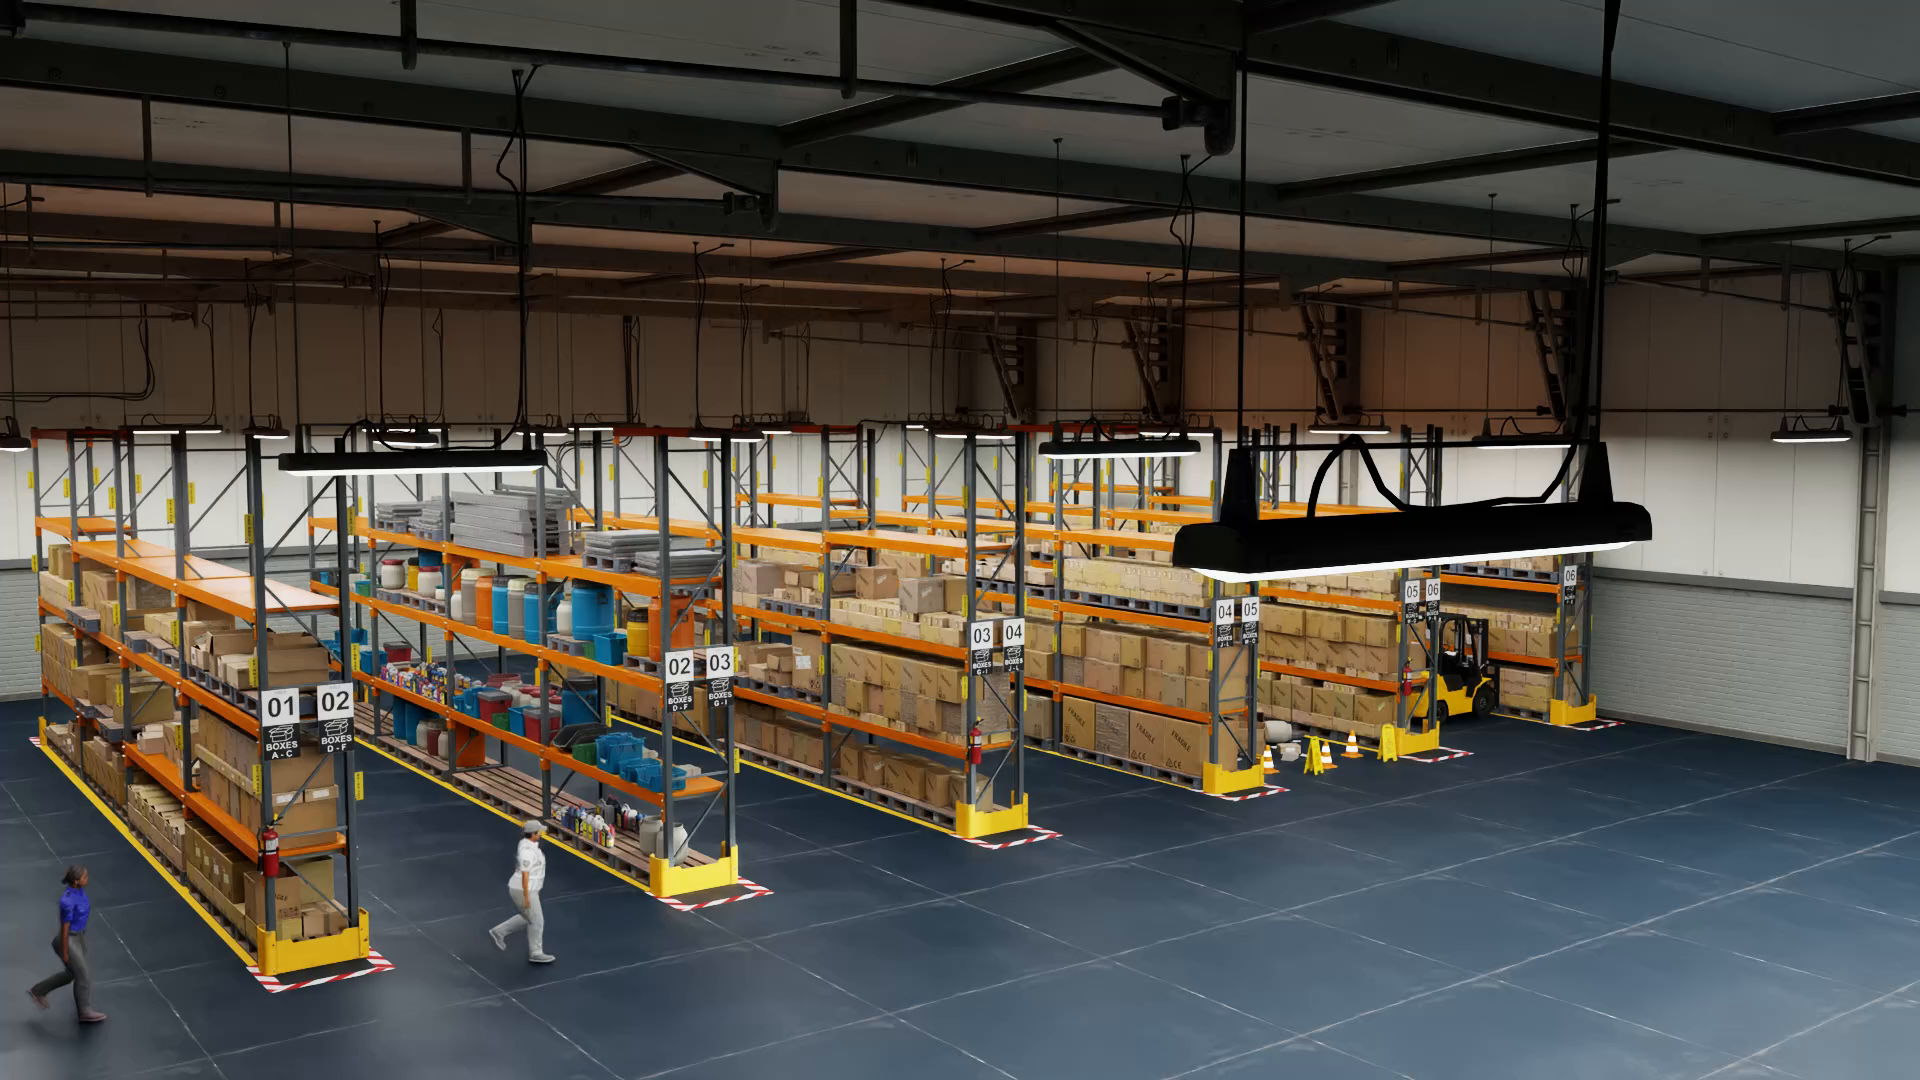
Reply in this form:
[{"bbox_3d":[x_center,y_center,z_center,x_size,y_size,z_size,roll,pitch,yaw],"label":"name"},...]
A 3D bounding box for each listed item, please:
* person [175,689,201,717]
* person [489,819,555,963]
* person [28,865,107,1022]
[{"bbox_3d":[-14.712,3.071,31.642,0.912,1.546,0.435,3,6,36],"label":"person"},{"bbox_3d":[-5.032,4.006,19.077,0.787,1.625,0.473,0,4,1],"label":"person"},{"bbox_3d":[-9.259,4.157,17.216,0.842,1.614,0.445,0,4,-2],"label":"person"}]
